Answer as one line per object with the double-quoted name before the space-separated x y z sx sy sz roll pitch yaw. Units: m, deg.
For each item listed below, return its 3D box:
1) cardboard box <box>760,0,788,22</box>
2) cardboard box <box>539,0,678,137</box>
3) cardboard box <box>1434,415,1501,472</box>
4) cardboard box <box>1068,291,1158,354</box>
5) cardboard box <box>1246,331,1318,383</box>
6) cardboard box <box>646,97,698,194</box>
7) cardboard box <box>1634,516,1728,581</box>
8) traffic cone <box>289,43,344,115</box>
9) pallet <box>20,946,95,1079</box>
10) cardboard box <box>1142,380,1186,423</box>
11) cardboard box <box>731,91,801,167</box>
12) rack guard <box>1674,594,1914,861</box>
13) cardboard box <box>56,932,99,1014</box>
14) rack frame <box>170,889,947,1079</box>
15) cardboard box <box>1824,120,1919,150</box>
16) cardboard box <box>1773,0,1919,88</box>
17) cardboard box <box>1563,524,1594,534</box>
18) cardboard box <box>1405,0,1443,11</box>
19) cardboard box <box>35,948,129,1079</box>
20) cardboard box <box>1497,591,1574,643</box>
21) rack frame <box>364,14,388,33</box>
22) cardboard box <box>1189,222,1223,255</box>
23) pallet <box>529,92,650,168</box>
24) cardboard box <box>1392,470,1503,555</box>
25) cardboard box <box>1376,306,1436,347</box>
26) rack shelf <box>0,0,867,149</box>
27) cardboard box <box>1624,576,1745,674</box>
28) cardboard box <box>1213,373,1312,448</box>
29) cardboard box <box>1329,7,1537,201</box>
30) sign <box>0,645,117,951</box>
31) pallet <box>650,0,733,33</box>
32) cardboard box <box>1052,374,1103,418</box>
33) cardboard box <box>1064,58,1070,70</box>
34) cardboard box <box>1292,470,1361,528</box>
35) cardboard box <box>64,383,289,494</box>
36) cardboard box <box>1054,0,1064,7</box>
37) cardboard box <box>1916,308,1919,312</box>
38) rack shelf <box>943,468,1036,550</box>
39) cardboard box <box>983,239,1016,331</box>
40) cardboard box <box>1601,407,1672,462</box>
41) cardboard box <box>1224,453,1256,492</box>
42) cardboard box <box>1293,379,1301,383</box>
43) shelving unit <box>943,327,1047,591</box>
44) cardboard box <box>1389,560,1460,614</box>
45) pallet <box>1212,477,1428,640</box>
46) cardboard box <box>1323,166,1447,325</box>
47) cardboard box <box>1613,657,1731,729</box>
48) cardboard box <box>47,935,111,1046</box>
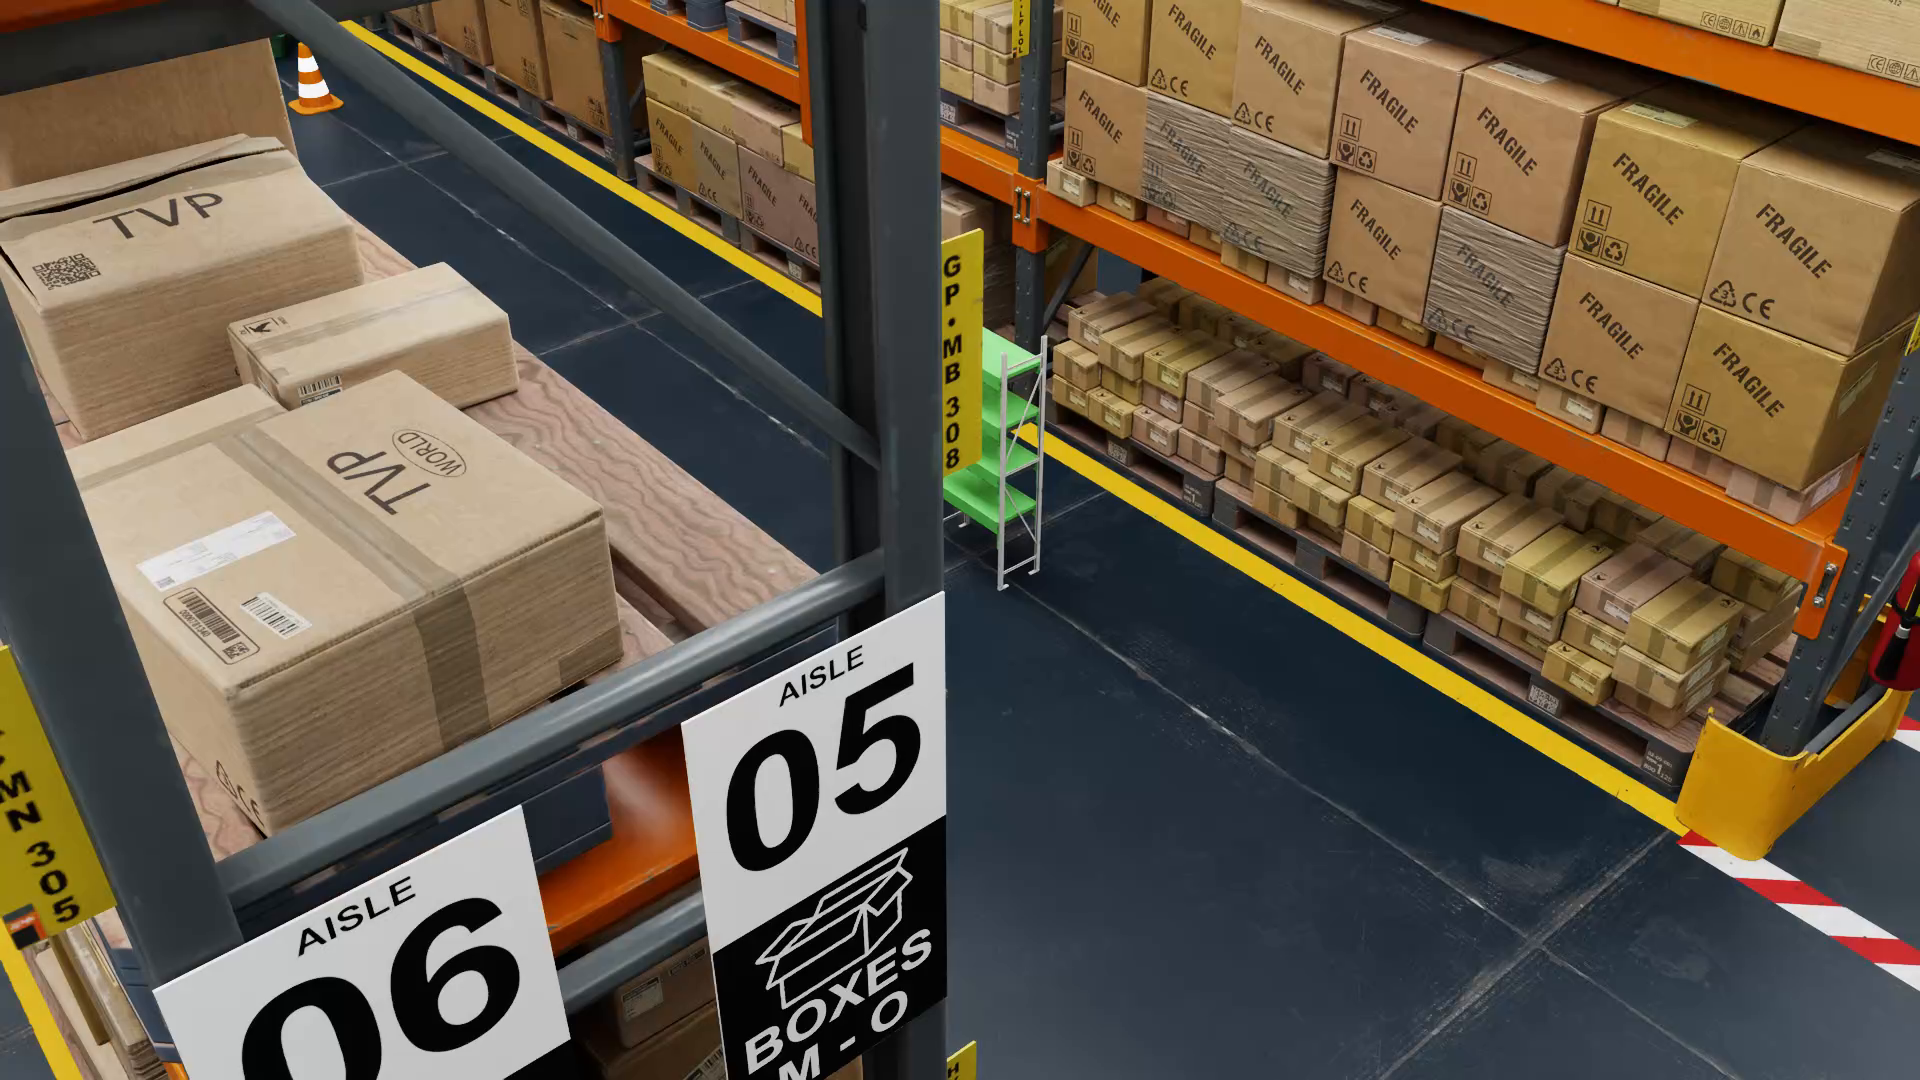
"cardboard box" -0.894 -3.036 9.296 0.380 0.149 0.250 -25 43 -31
"cardboard box" -2.210 -3.380 11.511 1.050 0.750 0.750 -27 43 -32
"cardboard box" 2.334 -0.475 7.414 0.380 0.149 0.250 -25 42 -31
"cardboard box" 0.760 -1.080 8.268 0.380 0.149 0.250 -24 42 -30
"cardboard box" 1.593 -0.901 8.015 0.380 0.149 0.250 -25 42 -30
"cardboard box" -1.624 -2.569 10.581 0.500 0.500 0.500 -28 44 -34
"cardboard box" 2.928 0.022 6.713 0.380 0.149 0.250 -25 42 -31
"traffic cone" -4.755 -3.400 12.151 0.336 0.463 0.334 -26 43 -32
"pallet" -2.590 1.335 5.682 1.003 0.211 1.213 -26 43 -32
"cardboard box" 1.102 -0.736 8.040 0.380 0.149 0.250 -26 43 -32
"cardboard box" -0.989 -2.440 9.751 0.500 0.250 0.500 -26 43 -31
"rack guard" 3.228 0.694 6.338 1.175 0.500 0.348 -26 43 -32
"cardboard box" -1.609 0.586 3.376 0.500 0.500 0.500 -26 43 -32
"rack frame" -0.439 1.598 2.898 1.000 3.000 0.127 -26 43 -32
"cardboard box" 3.190 -1.160 5.584 0.500 0.500 0.500 -26 43 -32
"cardboard box" 2.781 -1.558 4.889 0.500 0.250 0.500 -27 43 -33
"cardboard box" 2.693 -0.120 7.170 0.380 0.149 0.250 -25 42 -30
"cardboard box" 1.863 -2.065 6.861 0.500 0.500 0.500 -25 42 -31
"cardboard box" -2.119 1.419 5.005 0.875 0.438 0.875 -27 44 -33
"cardboard box" 2.381 0.223 6.686 0.380 0.149 0.250 -28 44 -33
"rack frame" -4.467 -5.591 13.049 1.000 3.000 0.127 -26 43 -32
"cardboard box" 1.235 -1.402 7.352 0.380 0.149 0.250 -28 44 -34
"pallet" -2.337 -3.063 11.892 1.003 0.211 1.213 -26 43 -32
"cardboard box" 2.025 -0.118 6.909 0.380 0.149 0.250 -24 42 -30
"cardboard box" 1.903 -0.941 6.701 0.380 0.149 0.250 -25 42 -31
"rack shelf" -1.730 -1.276 2.735 1.077 0.370 4.000 -26 43 -32
"cardboard box" 2.742 0.317 6.295 0.380 0.149 0.250 -25 43 -31
"cardboard box" 1.380 -0.594 7.581 0.380 0.149 0.250 -25 42 -31
"cardboard box" 1.778 -1.654 6.282 0.500 0.500 0.500 -28 44 -33
"sign" -0.863 0.241 1.521 0.100 0.325 0.005 -26 43 -32
"pallet" -1.345 -3.472 10.222 1.213 0.211 1.003 -26 43 -32
"cardboard box" 0.685 -0.786 8.368 0.380 0.149 0.250 -28 44 -34
"cardboard box" 0.609 -2.593 8.670 0.380 0.149 0.250 -25 42 -31
"cardboard box" 1.687 -0.233 7.329 0.380 0.149 0.250 -26 43 -31
"cardboard box" -1.130 -0.056 2.406 0.380 0.149 0.250 -30 45 -35
"cardboard box" 0.608 -2.837 8.499 0.380 0.149 0.250 -25 42 -31
"cardboard box" 3.198 -0.756 5.878 0.500 0.500 0.500 -24 42 -30
"rack shelf" 0.107 -0.169 7.476 0.258 0.148 0.480 -26 43 -32
"cardboard box" 0.025 -1.443 8.991 0.500 0.500 0.500 -27 43 -33
"cardboard box" 2.545 -0.458 6.018 0.380 0.149 0.250 -26 43 -32
"cardboard box" 1.459 -0.379 7.793 0.380 0.149 0.250 -28 44 -34
"cardboard box" 1.599 -0.794 8.121 0.380 0.149 0.250 -26 43 -31
"shelving unit" 0.107 -0.417 7.300 0.258 1.200 0.503 -26 43 -32
"cardboard box" 2.048 0.127 7.079 0.380 0.149 0.250 -28 44 -34
"pallet" 1.947 -0.099 7.706 1.003 0.211 1.213 -26 43 -32
"cardboard box" 1.813 -1.231 6.549 0.500 0.500 0.500 -24 42 -30
"cardboard box" 2.778 0.545 6.489 0.380 0.149 0.250 -25 42 -31
"cardboard box" -1.948 0.769 3.982 0.500 0.500 0.500 -25 42 -30
